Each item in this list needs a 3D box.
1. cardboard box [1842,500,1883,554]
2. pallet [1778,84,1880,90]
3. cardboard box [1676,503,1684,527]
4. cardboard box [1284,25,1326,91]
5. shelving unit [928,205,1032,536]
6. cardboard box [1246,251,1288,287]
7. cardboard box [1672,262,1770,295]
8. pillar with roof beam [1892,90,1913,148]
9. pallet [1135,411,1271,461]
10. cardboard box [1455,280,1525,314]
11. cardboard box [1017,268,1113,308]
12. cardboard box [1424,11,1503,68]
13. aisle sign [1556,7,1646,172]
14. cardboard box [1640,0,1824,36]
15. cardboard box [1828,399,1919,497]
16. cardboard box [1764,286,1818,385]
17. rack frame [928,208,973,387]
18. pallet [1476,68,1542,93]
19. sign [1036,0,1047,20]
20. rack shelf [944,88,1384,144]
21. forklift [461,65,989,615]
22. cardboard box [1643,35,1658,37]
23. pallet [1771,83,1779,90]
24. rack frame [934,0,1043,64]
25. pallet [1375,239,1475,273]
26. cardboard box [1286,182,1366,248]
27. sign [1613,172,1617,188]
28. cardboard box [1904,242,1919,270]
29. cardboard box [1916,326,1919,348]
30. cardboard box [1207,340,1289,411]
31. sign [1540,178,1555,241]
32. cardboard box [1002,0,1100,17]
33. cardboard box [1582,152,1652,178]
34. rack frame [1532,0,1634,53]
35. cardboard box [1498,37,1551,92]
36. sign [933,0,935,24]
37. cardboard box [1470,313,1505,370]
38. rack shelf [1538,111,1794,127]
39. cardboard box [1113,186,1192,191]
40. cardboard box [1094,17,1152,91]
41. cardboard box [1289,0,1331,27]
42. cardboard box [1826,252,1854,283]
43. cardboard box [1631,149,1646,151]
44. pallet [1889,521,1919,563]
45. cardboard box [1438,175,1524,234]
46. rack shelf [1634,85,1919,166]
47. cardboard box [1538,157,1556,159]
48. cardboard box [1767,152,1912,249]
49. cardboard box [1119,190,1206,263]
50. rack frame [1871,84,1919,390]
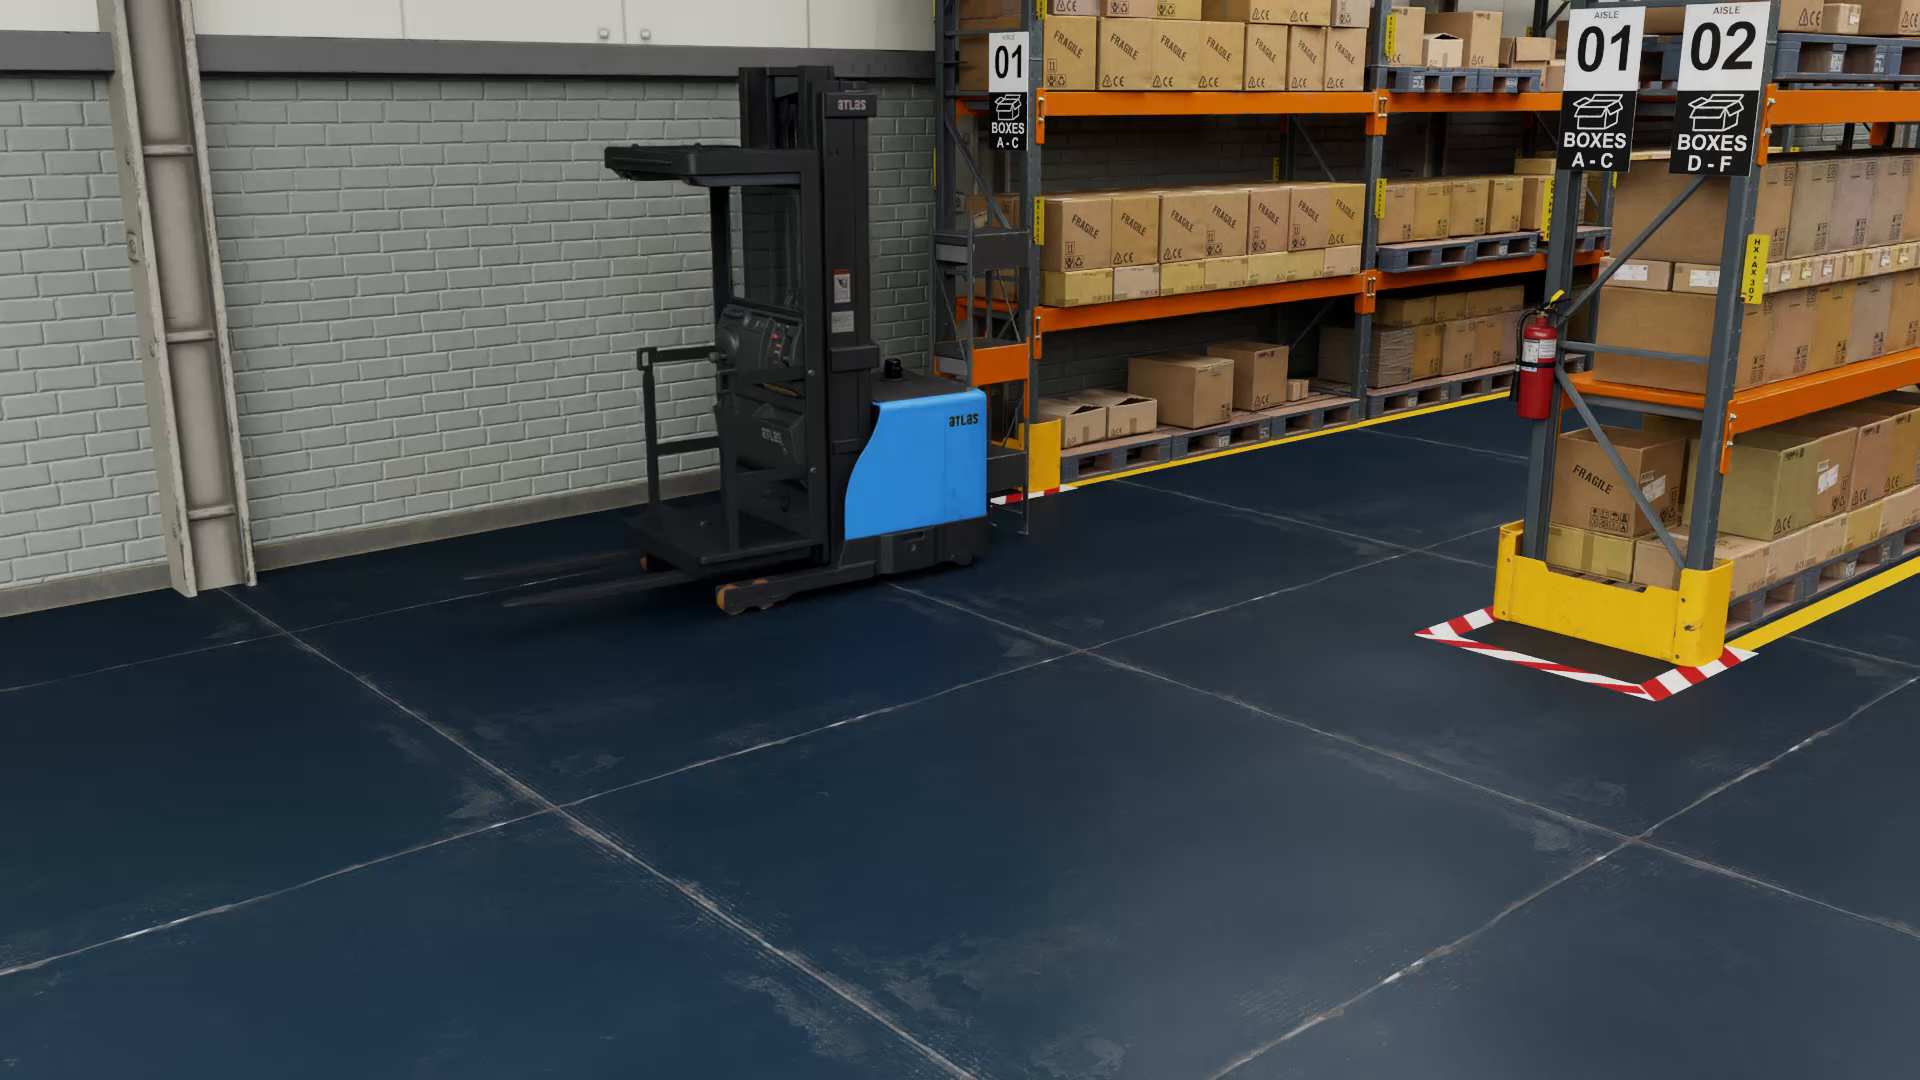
[{"bbox_3d":[5.129,-0.125,9.921,0.500,0.250,0.500,-13,19,-39],"label":"cardboard box"},{"bbox_3d":[10.788,-5.695,20.616,1.213,0.211,1.003,-13,19,-39],"label":"pallet"},{"bbox_3d":[4.026,-0.059,9.675,0.500,0.250,0.500,-13,19,-39],"label":"cardboard box"},{"bbox_3d":[2.600,-3.881,13.423,0.500,0.500,0.500,14,20,42],"label":"cardboard box"},{"bbox_3d":[0.125,-1.042,10.584,0.503,2.100,0.431,-13,19,-39],"label":"shelving unit"},{"bbox_3d":[2.300,-2.218,13.493,0.500,0.250,0.500,-13,20,-40],"label":"cardboard box"},{"bbox_3d":[3.883,-1.336,8.488,0.250,0.149,0.380,-13,20,-40],"label":"cardboard box"},{"bbox_3d":[16.556,-7.310,20.679,0.400,9.000,9.100,-13,19,-39],"label":"pillar with roof beam"},{"bbox_3d":[1.804,-0.915,13.768,1.213,0.211,1.003,-13,19,-39],"label":"pallet"},{"bbox_3d":[5.246,-2.419,16.533,0.500,0.250,0.500,-12,19,-38],"label":"cardboard box"},{"bbox_3d":[0.768,-1.871,12.195,0.500,0.250,0.500,-13,20,-41],"label":"cardboard box"},{"bbox_3d":[4.604,-4.577,15.254,0.500,0.500,0.500,-14,20,-41],"label":"cardboard box"},{"bbox_3d":[3.203,-2.252,8.330,0.004,0.787,0.394,-13,19,-39],"label":"aisle sign"},{"bbox_3d":[3.882,-2.816,8.381,0.637,0.503,0.797,-11,18,-36],"label":"cardboard box"},{"bbox_3d":[5.497,-0.575,10.151,0.500,0.500,0.500,-13,19,-39],"label":"cardboard box"},{"bbox_3d":[4.199,-1.164,9.103,0.500,0.500,0.700,-12,19,-38],"label":"cardboard box"},{"bbox_3d":[-0.059,-1.001,10.429,0.015,2.100,0.400,-13,19,-39],"label":"rack frame"},{"bbox_3d":[4.525,-4.210,15.248,1.003,0.211,1.213,-13,19,-39],"label":"pallet"},{"bbox_3d":[0.547,-3.679,11.205,0.005,0.325,0.100,-13,19,-39],"label":"sign"},{"bbox_3d":[1.700,-3.354,13.075,4.000,0.370,1.077,-13,19,-39],"label":"rack shelf"},{"bbox_3d":[-1.318,-1.156,9.397,3.031,2.935,1.130,-10,18,-34],"label":"forklift"},{"bbox_3d":[6.919,-5.172,17.441,0.500,0.500,0.700,-14,20,-42],"label":"cardboard box"},{"bbox_3d":[8.584,-5.138,18.731,1.217,0.209,0.805,-14,20,-42],"label":"pallet"},{"bbox_3d":[0.191,-4.812,11.326,0.127,3.000,1.000,-13,19,-39],"label":"rack frame"},{"bbox_3d":[3.881,-2.599,15.041,1.213,0.211,1.003,-13,19,-39],"label":"pallet"},{"bbox_3d":[3.055,-2.750,14.032,0.500,0.500,0.500,-13,20,-39],"label":"cardboard box"},{"bbox_3d":[6.590,-3.686,16.646,0.005,0.325,0.100,-13,19,-39],"label":"sign"},{"bbox_3d":[5.440,-1.686,9.800,0.250,0.149,0.380,-12,19,-38],"label":"cardboard box"},{"bbox_3d":[5.739,-1.509,10.391,0.500,0.500,0.700,-13,20,-40],"label":"cardboard box"},{"bbox_3d":[2.452,-1.412,14.216,0.500,0.500,0.500,14,21,43],"label":"cardboard box"},{"bbox_3d":[3.100,-1.731,8.717,0.005,0.325,0.100,-13,19,-39],"label":"sign"},{"bbox_3d":[0.641,-3.922,11.636,0.500,0.500,0.500,14,21,43],"label":"cardboard box"},{"bbox_3d":[6.760,-3.864,17.142,0.500,0.250,0.500,-12,19,-38],"label":"cardboard box"},{"bbox_3d":[6.226,-6.167,16.400,0.127,3.000,1.000,-13,19,-39],"label":"rack frame"},{"bbox_3d":[5.187,-4.576,16.017,0.637,0.503,0.797,-9,18,-32],"label":"cardboard box"},{"bbox_3d":[-0.158,-3.902,12.016,0.005,0.325,0.100,-13,19,-39],"label":"sign"},{"bbox_3d":[4.896,-1.987,16.368,0.500,0.500,0.700,-13,20,-40],"label":"cardboard box"},{"bbox_3d":[7.735,-4.709,18.148,4.000,0.370,1.077,-13,19,-39],"label":"rack shelf"},{"bbox_3d":[1.560,-2.591,13.437,0.500,0.500,0.500,-12,19,-39],"label":"cardboard box"},{"bbox_3d":[1.036,-3.513,12.043,0.500,0.500,0.500,-11,19,-36],"label":"cardboard box"},{"bbox_3d":[2.600,-4.348,13.233,0.500,0.500,0.500,-11,19,-36],"label":"cardboard box"},{"bbox_3d":[4.661,-1.511,9.144,0.250,0.149,0.380,-14,20,-41],"label":"cardboard box"},{"bbox_3d":[7.180,-4.133,18.149,0.500,0.250,0.500,-13,20,-41],"label":"cardboard box"},{"bbox_3d":[5.836,-0.154,10.915,1.213,0.211,1.003,-13,19,-39],"label":"pallet"},{"bbox_3d":[4.953,-3.232,15.993,0.500,0.500,0.700,-13,19,-39],"label":"cardboard box"},{"bbox_3d":[4.954,-2.390,9.467,4.000,0.370,1.077,-13,19,-39],"label":"rack shelf"},{"bbox_3d":[5.986,-3.779,16.780,0.380,0.149,0.250,13,20,40],"label":"cardboard box"},{"bbox_3d":[4.997,-1.971,9.608,0.500,0.500,0.700,-13,19,-39],"label":"cardboard box"},{"bbox_3d":[1.522,-2.403,12.734,0.500,0.500,0.500,-13,20,-41],"label":"cardboard box"},{"bbox_3d":[6.463,-1.627,11.029,0.127,3.000,1.000,-13,19,-39],"label":"rack frame"}]
